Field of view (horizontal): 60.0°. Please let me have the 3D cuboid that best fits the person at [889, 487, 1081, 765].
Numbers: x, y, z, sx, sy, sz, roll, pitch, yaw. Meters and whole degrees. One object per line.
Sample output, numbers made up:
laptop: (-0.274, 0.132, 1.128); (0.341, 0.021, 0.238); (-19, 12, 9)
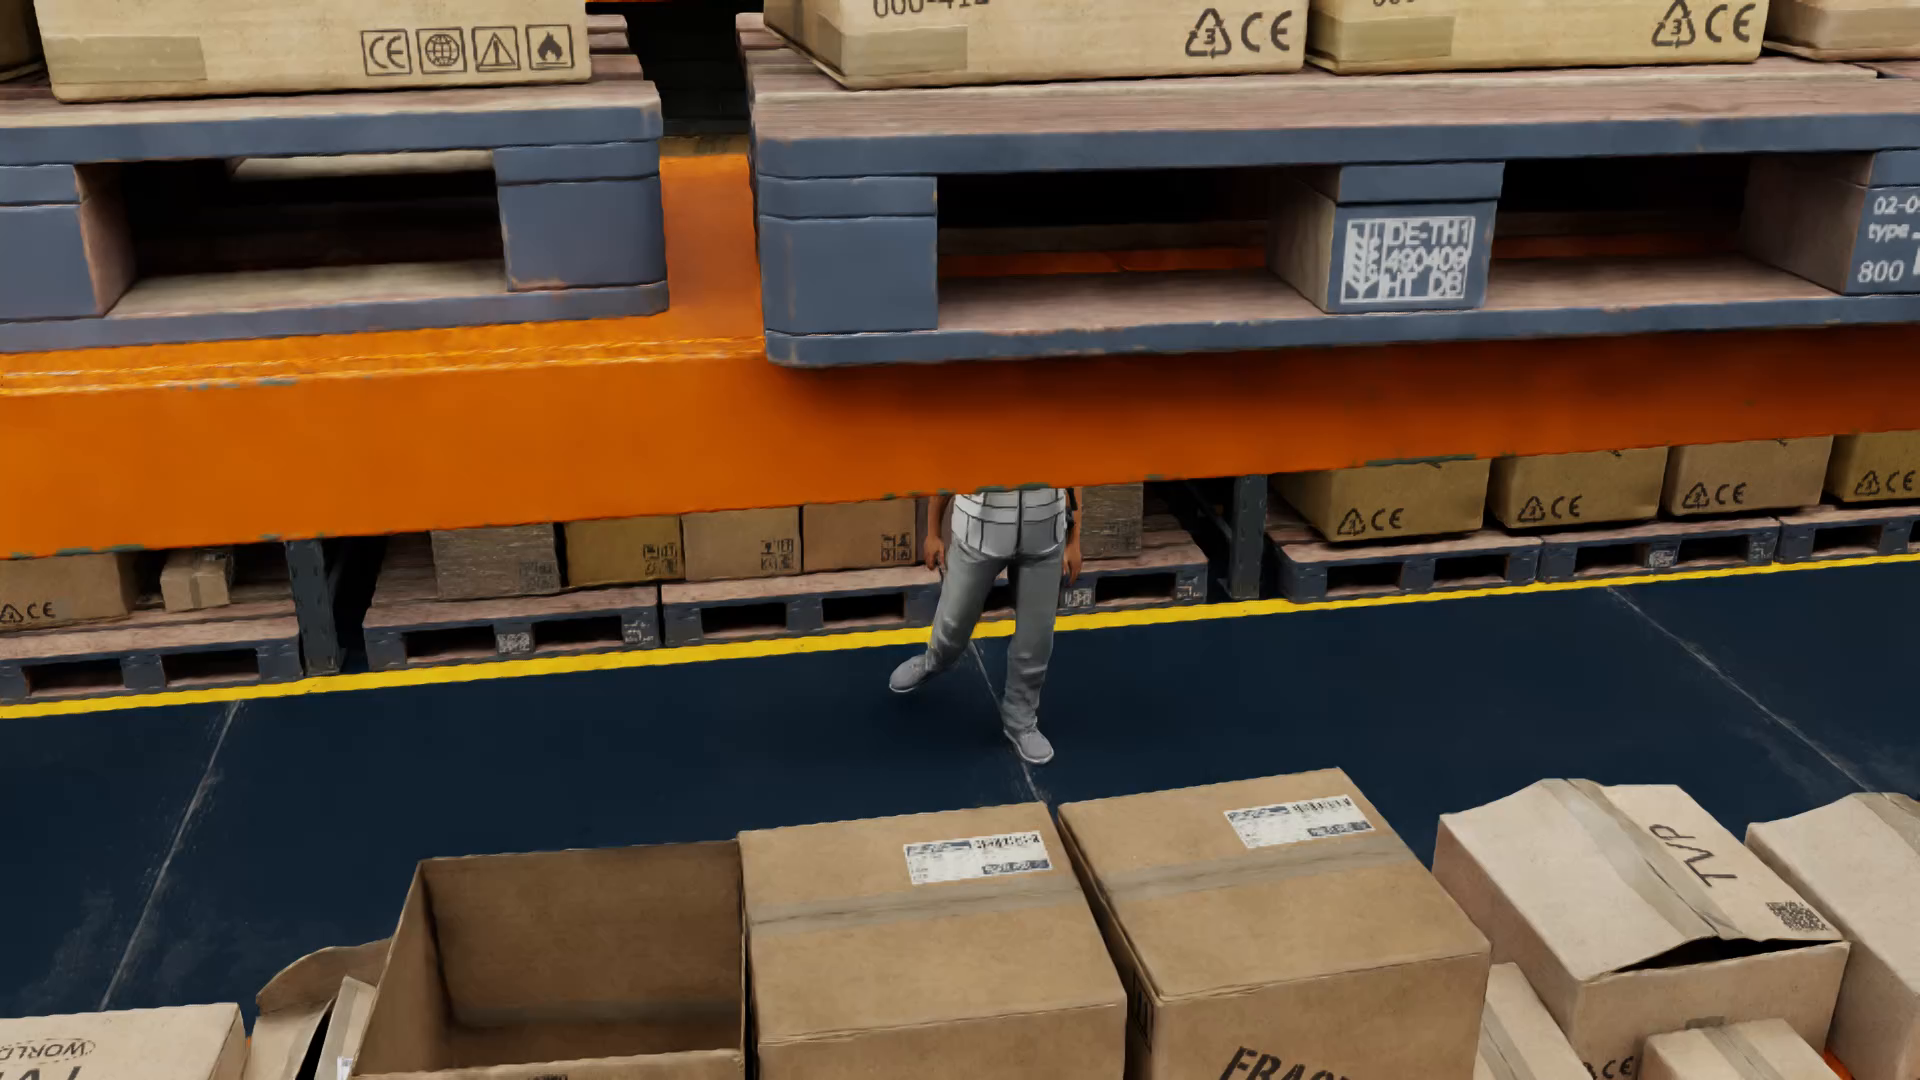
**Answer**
person: (0.087, -0.014, 6.139); (0.681, 1.659, 0.587); (-3, 24, -8)
